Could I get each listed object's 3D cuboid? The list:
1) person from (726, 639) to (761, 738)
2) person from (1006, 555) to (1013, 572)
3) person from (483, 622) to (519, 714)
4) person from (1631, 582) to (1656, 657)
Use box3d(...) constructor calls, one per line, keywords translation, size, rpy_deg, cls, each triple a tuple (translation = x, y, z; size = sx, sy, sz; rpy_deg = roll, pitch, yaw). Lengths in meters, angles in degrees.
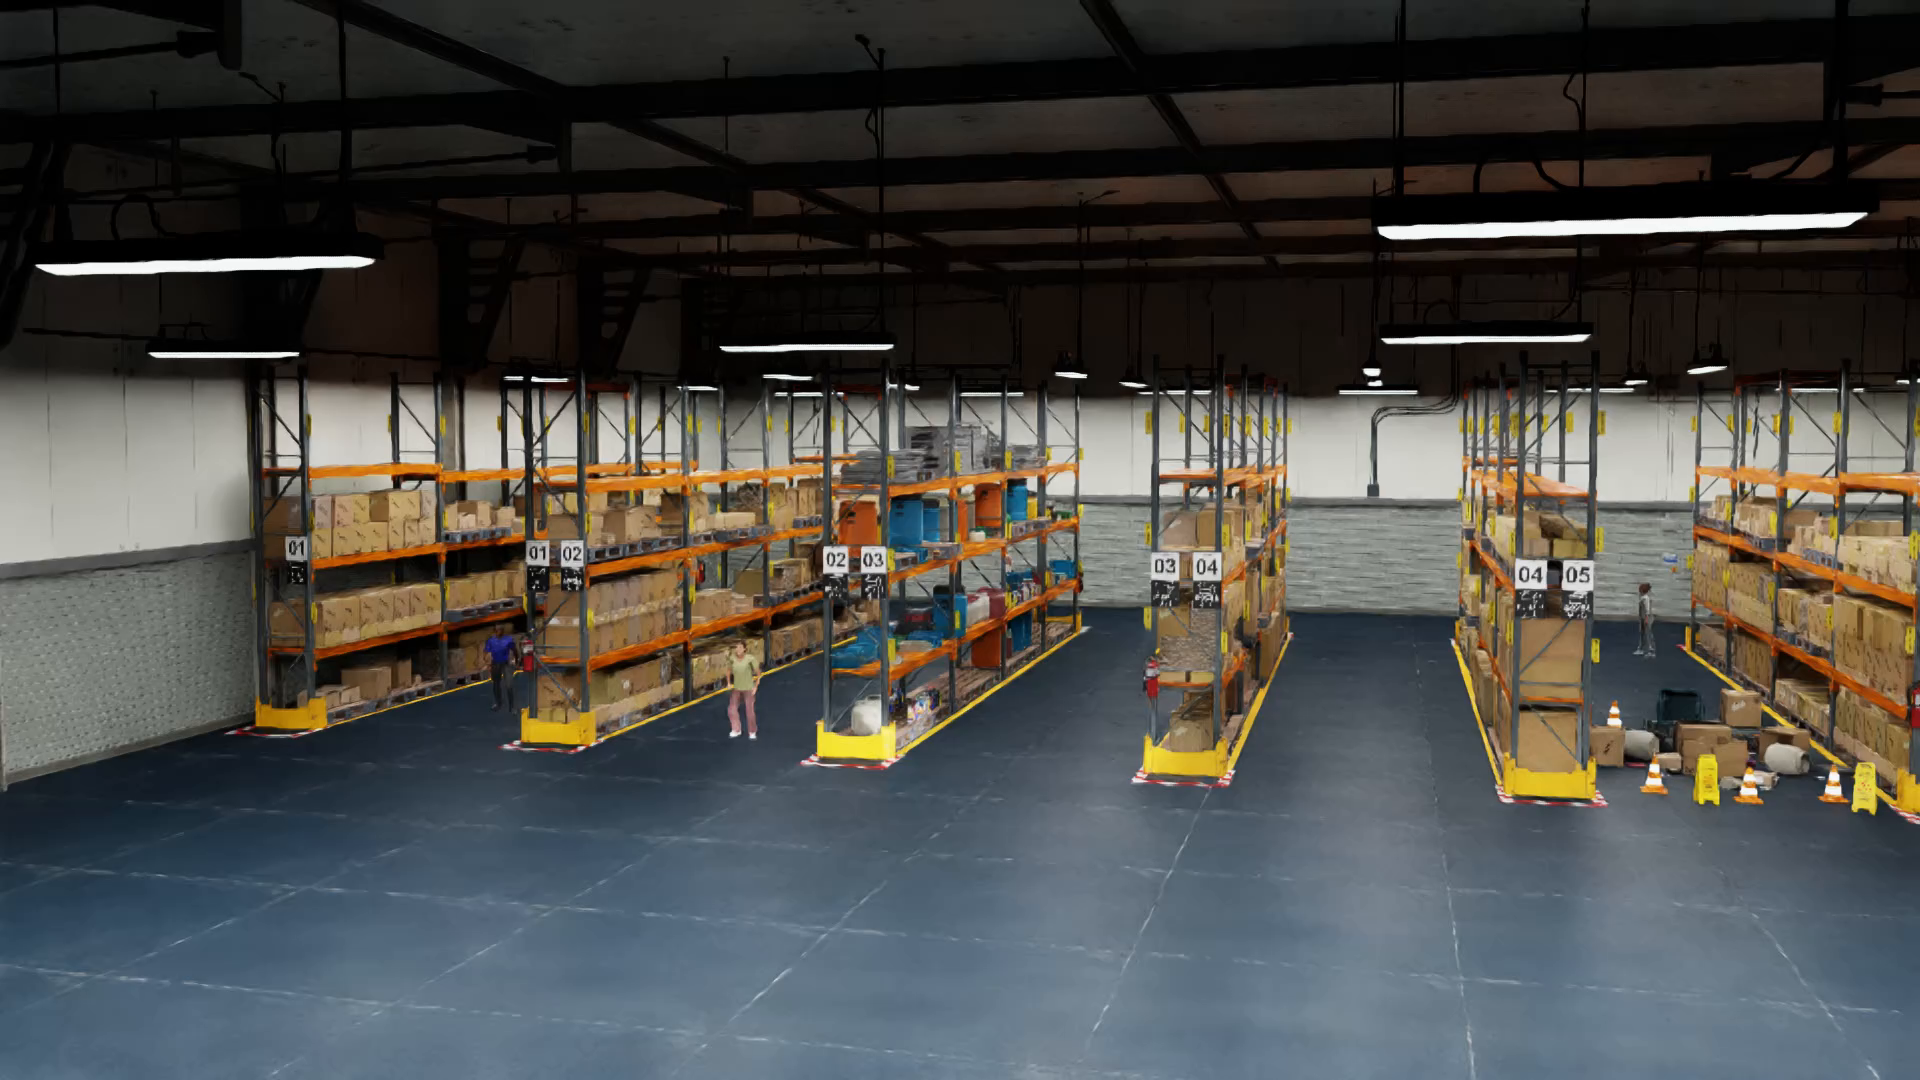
box3d(translation=(-3.458, 2.370, 26.548), size=(0.598, 1.617, 0.503), rpy_deg=(1, 4, 13), cls="person")
box3d(translation=(1.185, 1.250, 41.410), size=(0.599, 1.777, 0.686), rpy_deg=(0, 4, 5), cls="person")
box3d(translation=(-7.952, 2.211, 28.942), size=(0.621, 1.574, 0.828), rpy_deg=(0, 4, -3), cls="person")
box3d(translation=(14.818, 1.706, 36.002), size=(0.473, 1.597, 0.600), rpy_deg=(1, 4, 13), cls="person")
